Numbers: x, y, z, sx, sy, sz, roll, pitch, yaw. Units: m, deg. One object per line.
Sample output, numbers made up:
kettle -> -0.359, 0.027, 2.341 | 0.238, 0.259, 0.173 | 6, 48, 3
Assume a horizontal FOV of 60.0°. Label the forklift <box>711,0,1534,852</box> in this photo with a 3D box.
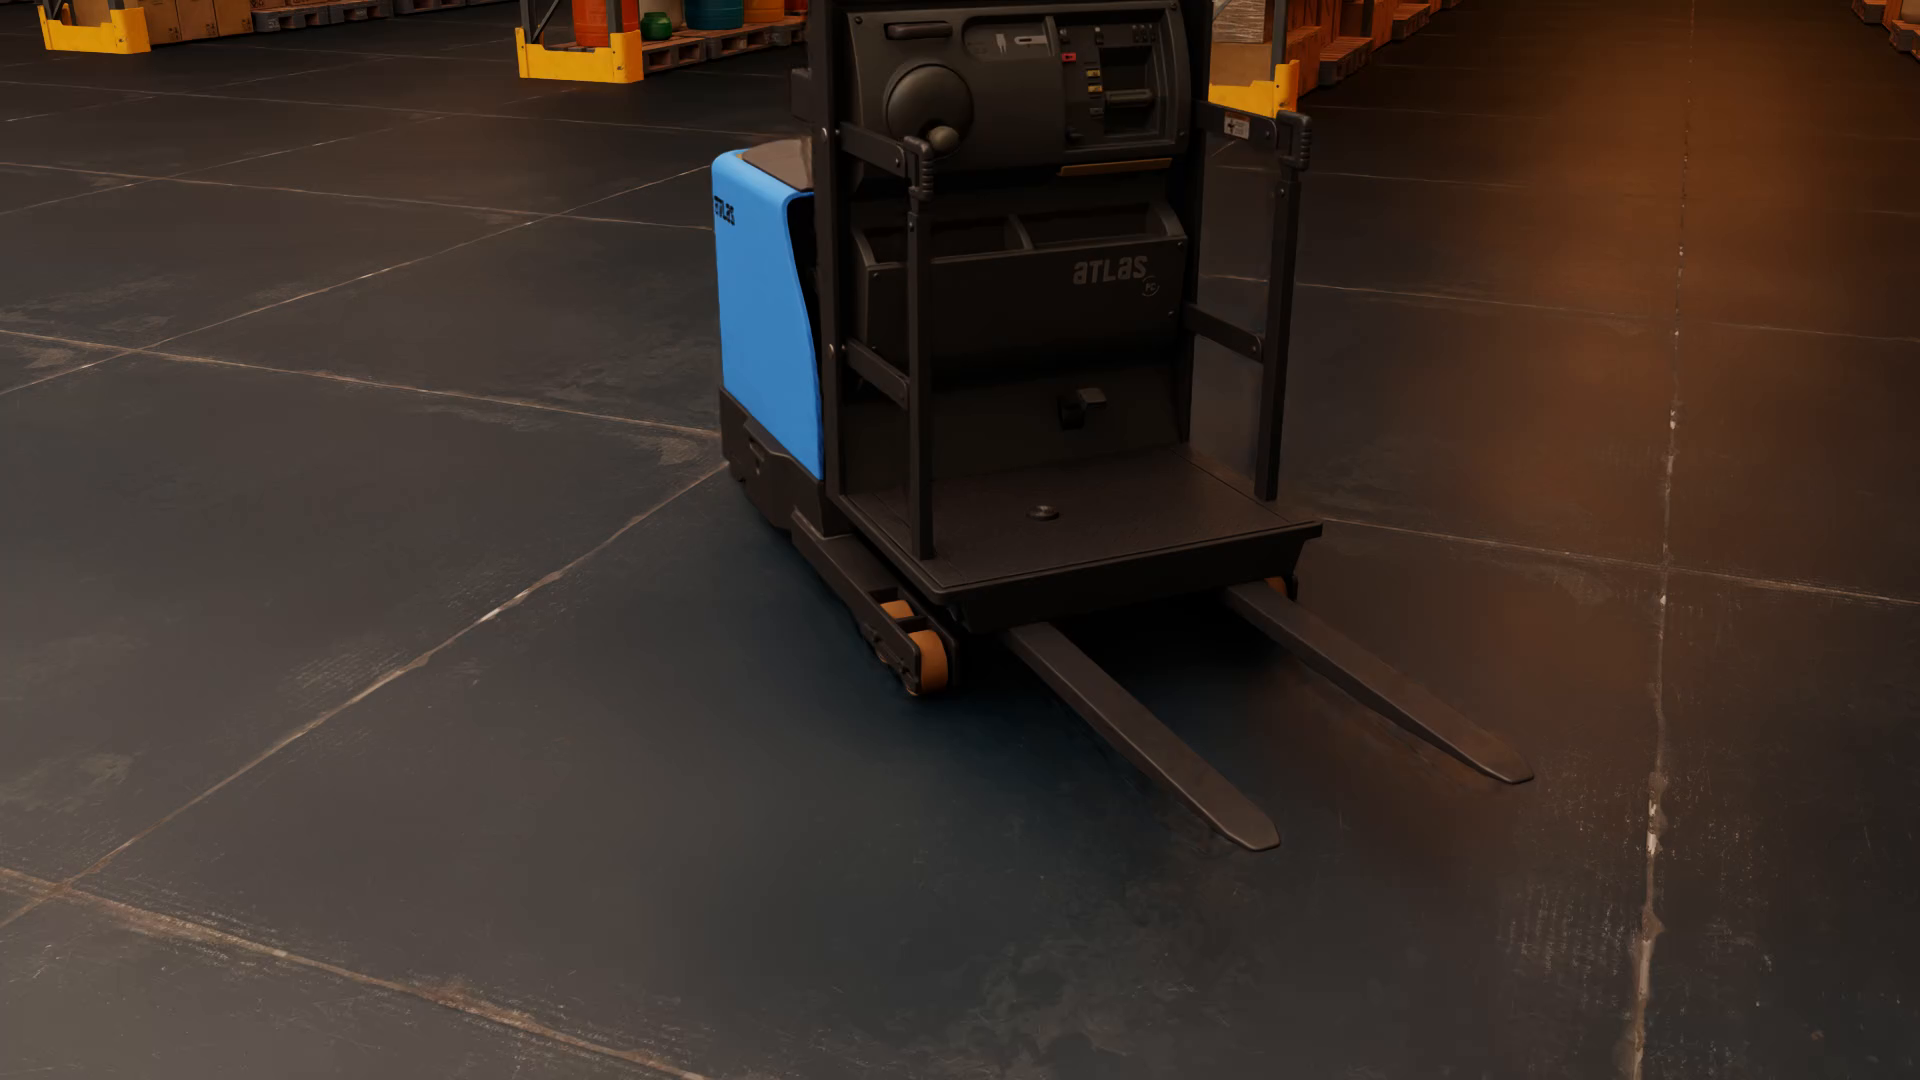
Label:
forklift -> 0.253, -1.150, 4.044 | 1.130, 2.935, 3.031 | -10, 25, -22
